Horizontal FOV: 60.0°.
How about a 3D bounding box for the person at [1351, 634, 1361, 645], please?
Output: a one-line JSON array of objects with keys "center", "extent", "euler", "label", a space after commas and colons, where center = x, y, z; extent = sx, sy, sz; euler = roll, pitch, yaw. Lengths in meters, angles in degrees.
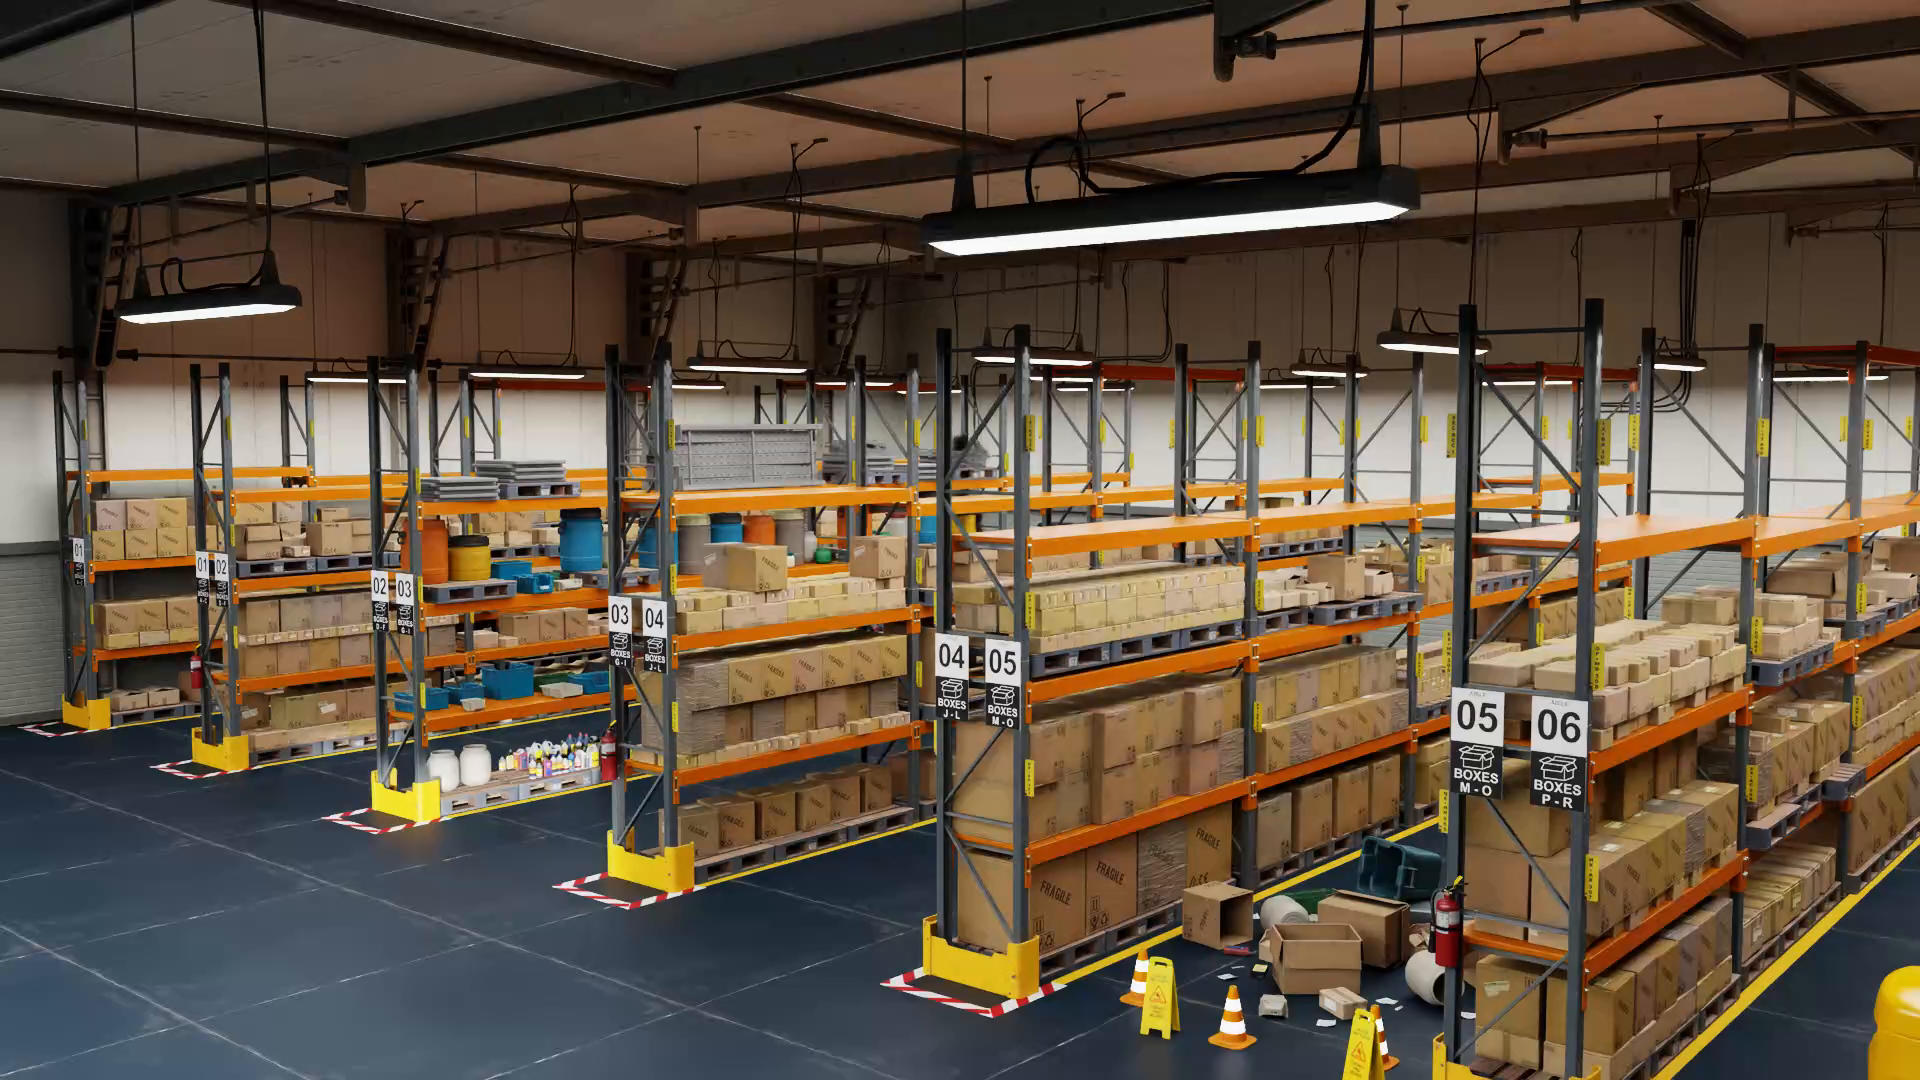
[{"center": [6.704, 2.353, 28.124], "extent": [0.524, 1.543, 0.757], "euler": [4, 6, 44], "label": "person"}]
